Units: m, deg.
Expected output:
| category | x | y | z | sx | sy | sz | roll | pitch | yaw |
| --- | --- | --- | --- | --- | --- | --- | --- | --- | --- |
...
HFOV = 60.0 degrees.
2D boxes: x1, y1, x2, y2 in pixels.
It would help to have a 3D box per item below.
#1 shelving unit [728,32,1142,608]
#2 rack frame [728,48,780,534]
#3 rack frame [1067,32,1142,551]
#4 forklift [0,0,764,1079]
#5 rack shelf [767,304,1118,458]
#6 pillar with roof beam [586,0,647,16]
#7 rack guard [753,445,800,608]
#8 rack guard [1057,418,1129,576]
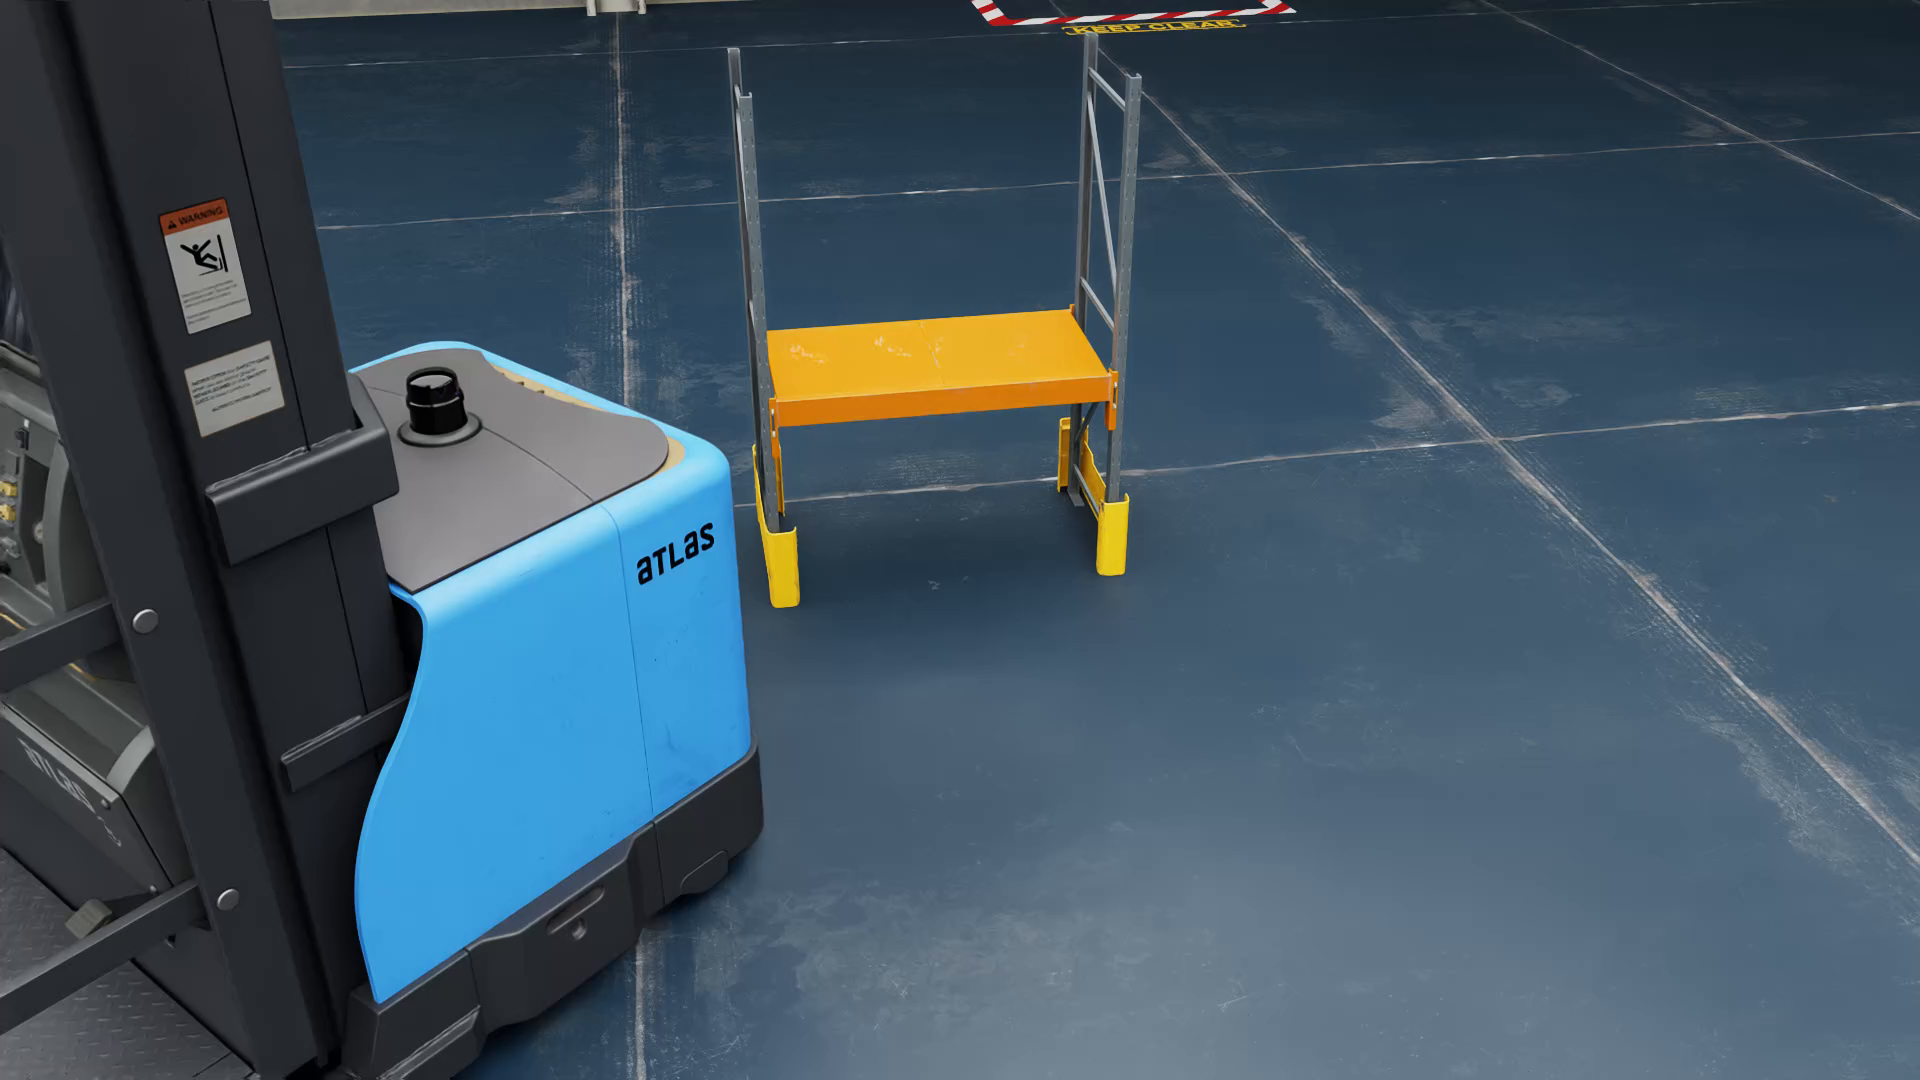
| category | x | y | z | sx | sy | sz | roll | pitch | yaw |
| --- | --- | --- | --- | --- | --- | --- | --- | --- | --- |
| shelving unit | -0.075 | -0.640 | 4.858 | 1.083 | 1.500 | 0.587 | -5 | 31 | -9 |
| rack frame | -0.584 | -0.592 | 4.778 | 0.032 | 1.500 | 0.500 | -5 | 31 | -9 |
| rack frame | 0.416 | -0.685 | 4.936 | 0.032 | 1.500 | 0.500 | -5 | 31 | -9 |
| forklift | -1.780 | -0.099 | 2.528 | 1.130 | 2.935 | 3.031 | 22 | 37 | 33 |
| rack shelf | -0.084 | -0.484 | 4.948 | 1.000 | 0.185 | 0.538 | -5 | 31 | -9 |
| pillar with roof beam | -1.591 | -5.394 | 5.545 | 0.400 | 9.000 | 9.100 | -5 | 31 | -9 |
| rack guard | -0.565 | -0.055 | 5.097 | 0.087 | 0.250 | 0.587 | -5 | 31 | -9 |
| rack guard | 0.415 | -0.146 | 5.252 | 0.087 | 0.250 | 0.587 | -5 | 31 | -9 |
